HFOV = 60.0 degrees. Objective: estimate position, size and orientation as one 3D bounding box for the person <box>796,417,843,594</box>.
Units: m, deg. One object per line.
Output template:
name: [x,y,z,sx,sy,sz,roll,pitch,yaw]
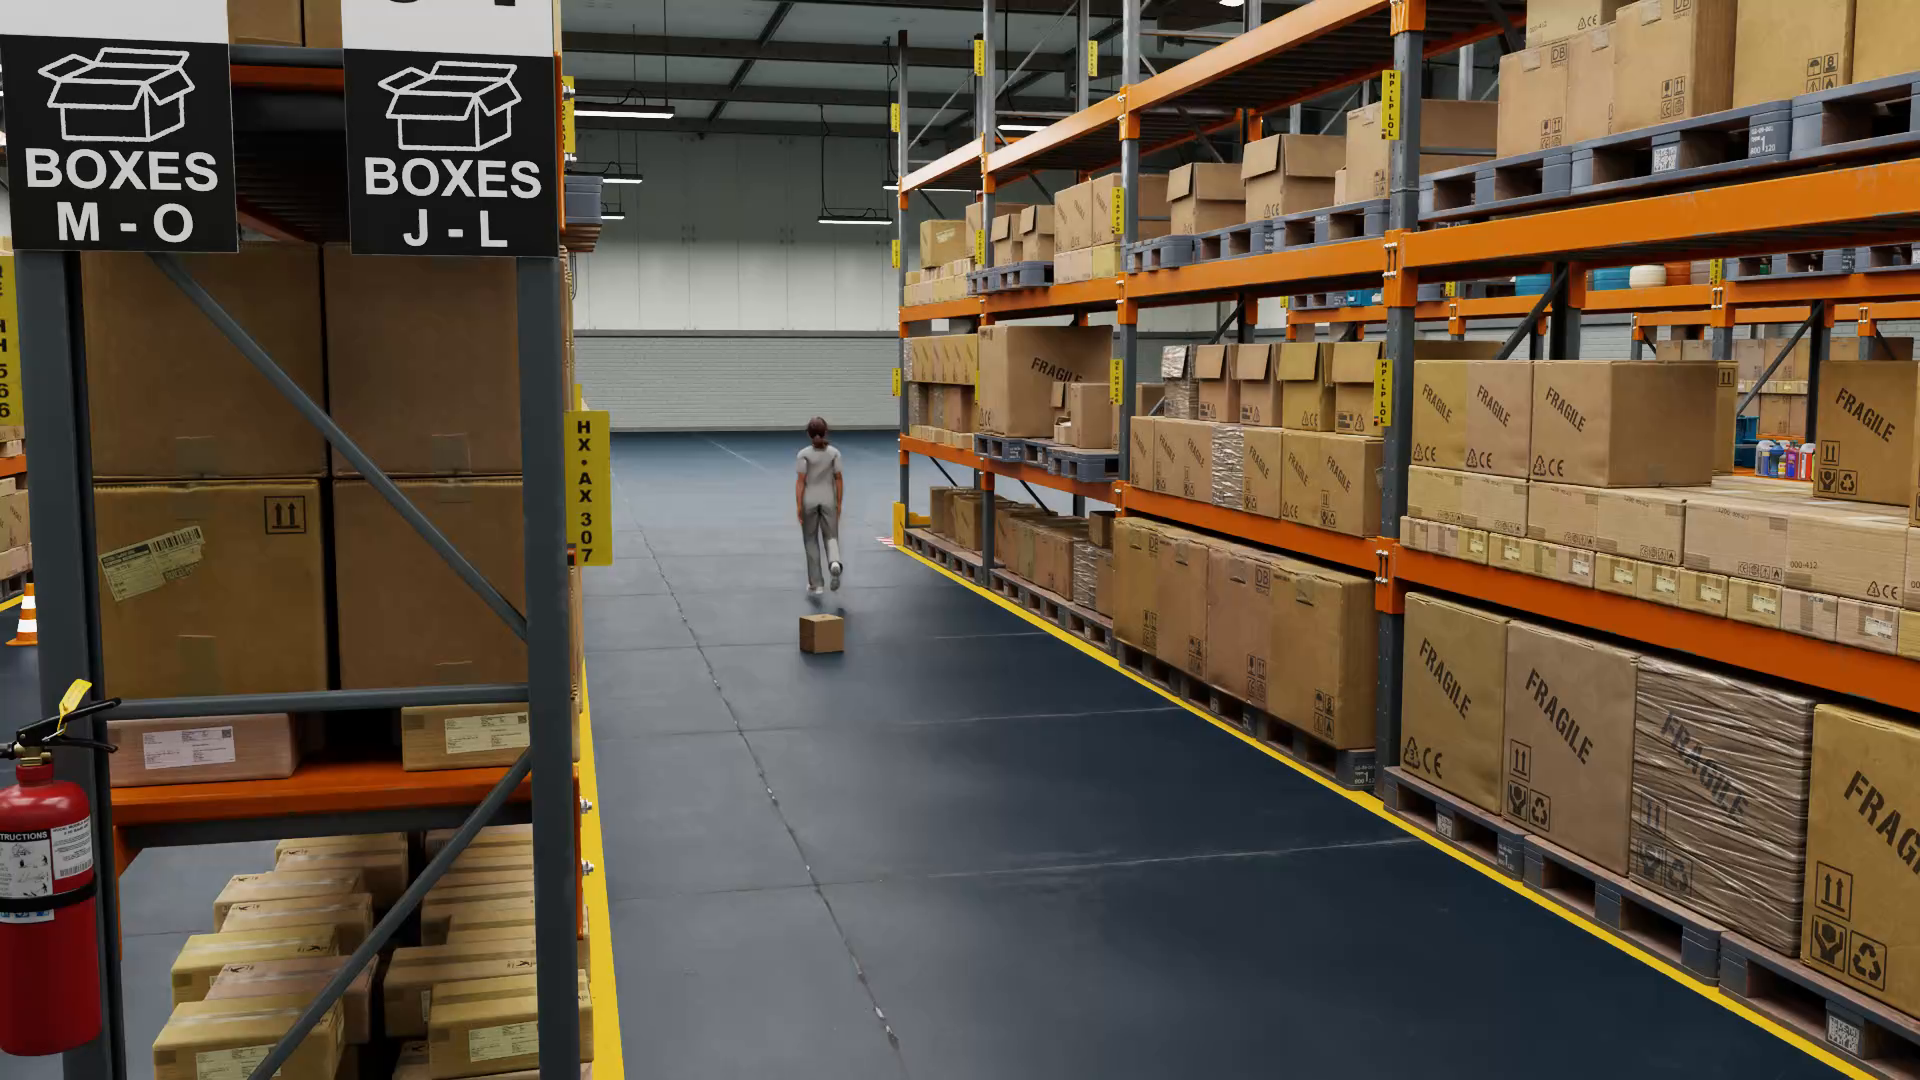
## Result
person: [-1.295,-0.302,15.381,0.443,1.633,0.647,-2,6,-14]
